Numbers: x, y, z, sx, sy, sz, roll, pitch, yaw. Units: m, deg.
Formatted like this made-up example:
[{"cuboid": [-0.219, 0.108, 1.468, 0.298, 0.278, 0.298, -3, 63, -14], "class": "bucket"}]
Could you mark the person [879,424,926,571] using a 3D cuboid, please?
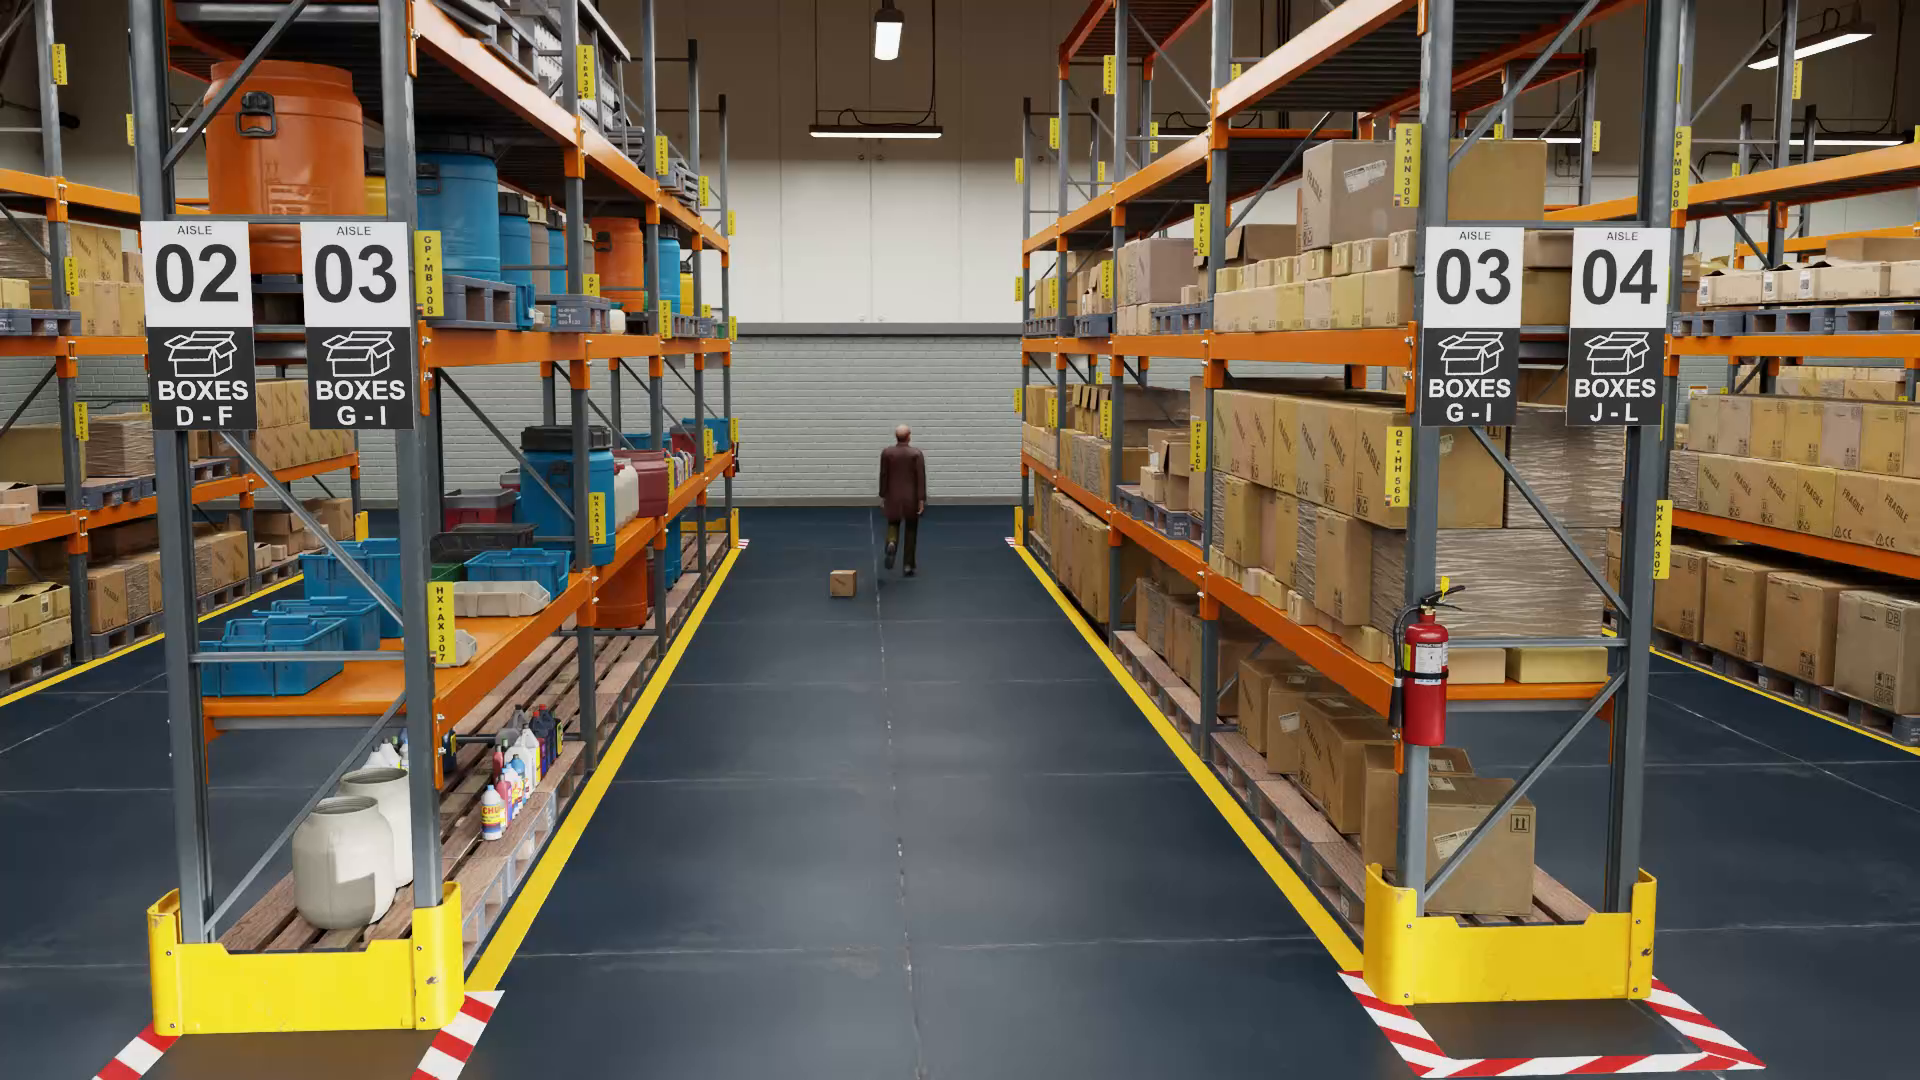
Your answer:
[{"cuboid": [-0.689, -0.495, 19.803, 0.588, 1.761, 0.724, 1, 7, 7], "class": "person"}]
